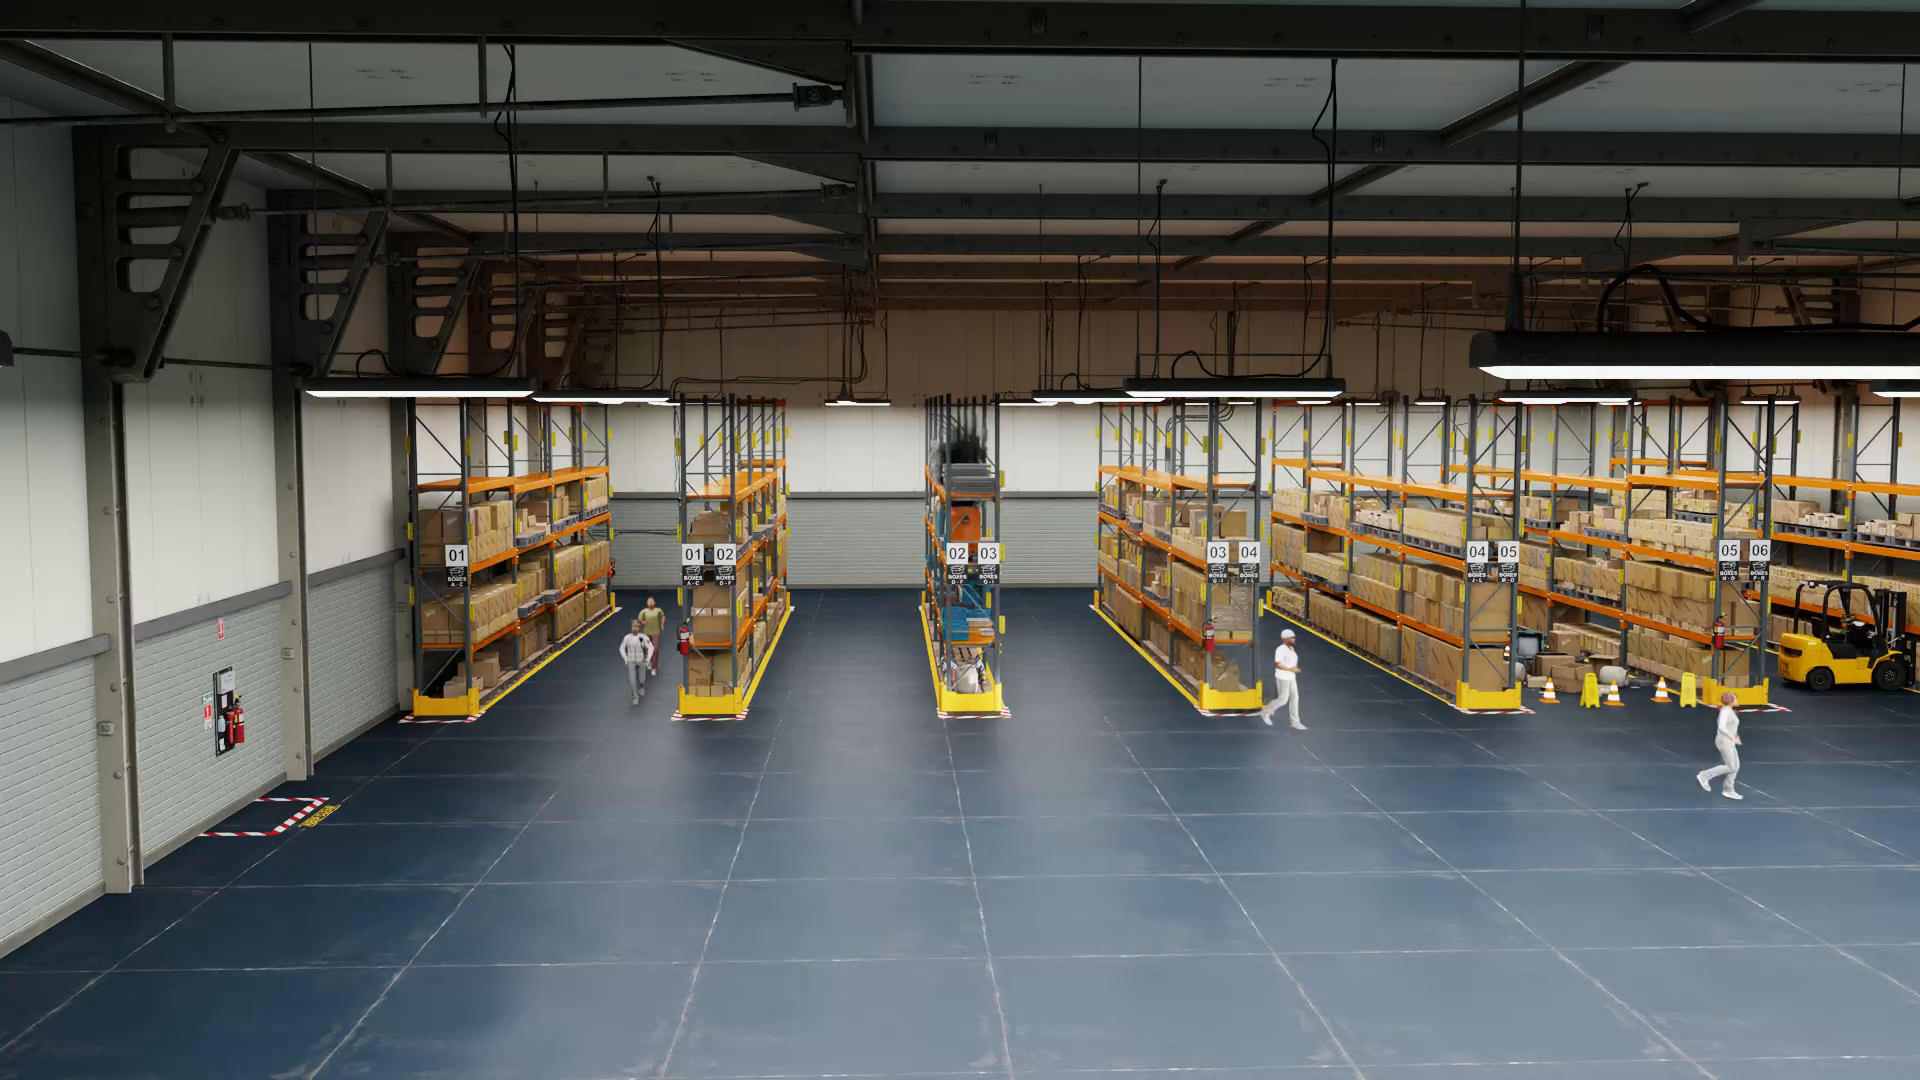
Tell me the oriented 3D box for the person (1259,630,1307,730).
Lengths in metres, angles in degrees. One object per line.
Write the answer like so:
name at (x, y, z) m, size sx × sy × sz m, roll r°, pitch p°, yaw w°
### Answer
person at (5.810, 2.489, 29.767) m, size 0.863 × 1.786 × 0.725 m, roll 3°, pitch 5°, yaw 32°

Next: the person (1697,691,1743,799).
person at (11.230, 3.012, 24.513) m, size 0.622 × 1.585 × 0.565 m, roll 2°, pitch 5°, yaw 27°

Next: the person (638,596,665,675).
person at (-6.650, 2.034, 35.832) m, size 0.574 × 1.653 × 0.970 m, roll -1°, pitch 5°, yaw -8°

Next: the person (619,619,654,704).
person at (-6.277, 2.345, 32.276) m, size 0.667 × 1.644 × 0.585 m, roll -1°, pitch 5°, yaw -7°
